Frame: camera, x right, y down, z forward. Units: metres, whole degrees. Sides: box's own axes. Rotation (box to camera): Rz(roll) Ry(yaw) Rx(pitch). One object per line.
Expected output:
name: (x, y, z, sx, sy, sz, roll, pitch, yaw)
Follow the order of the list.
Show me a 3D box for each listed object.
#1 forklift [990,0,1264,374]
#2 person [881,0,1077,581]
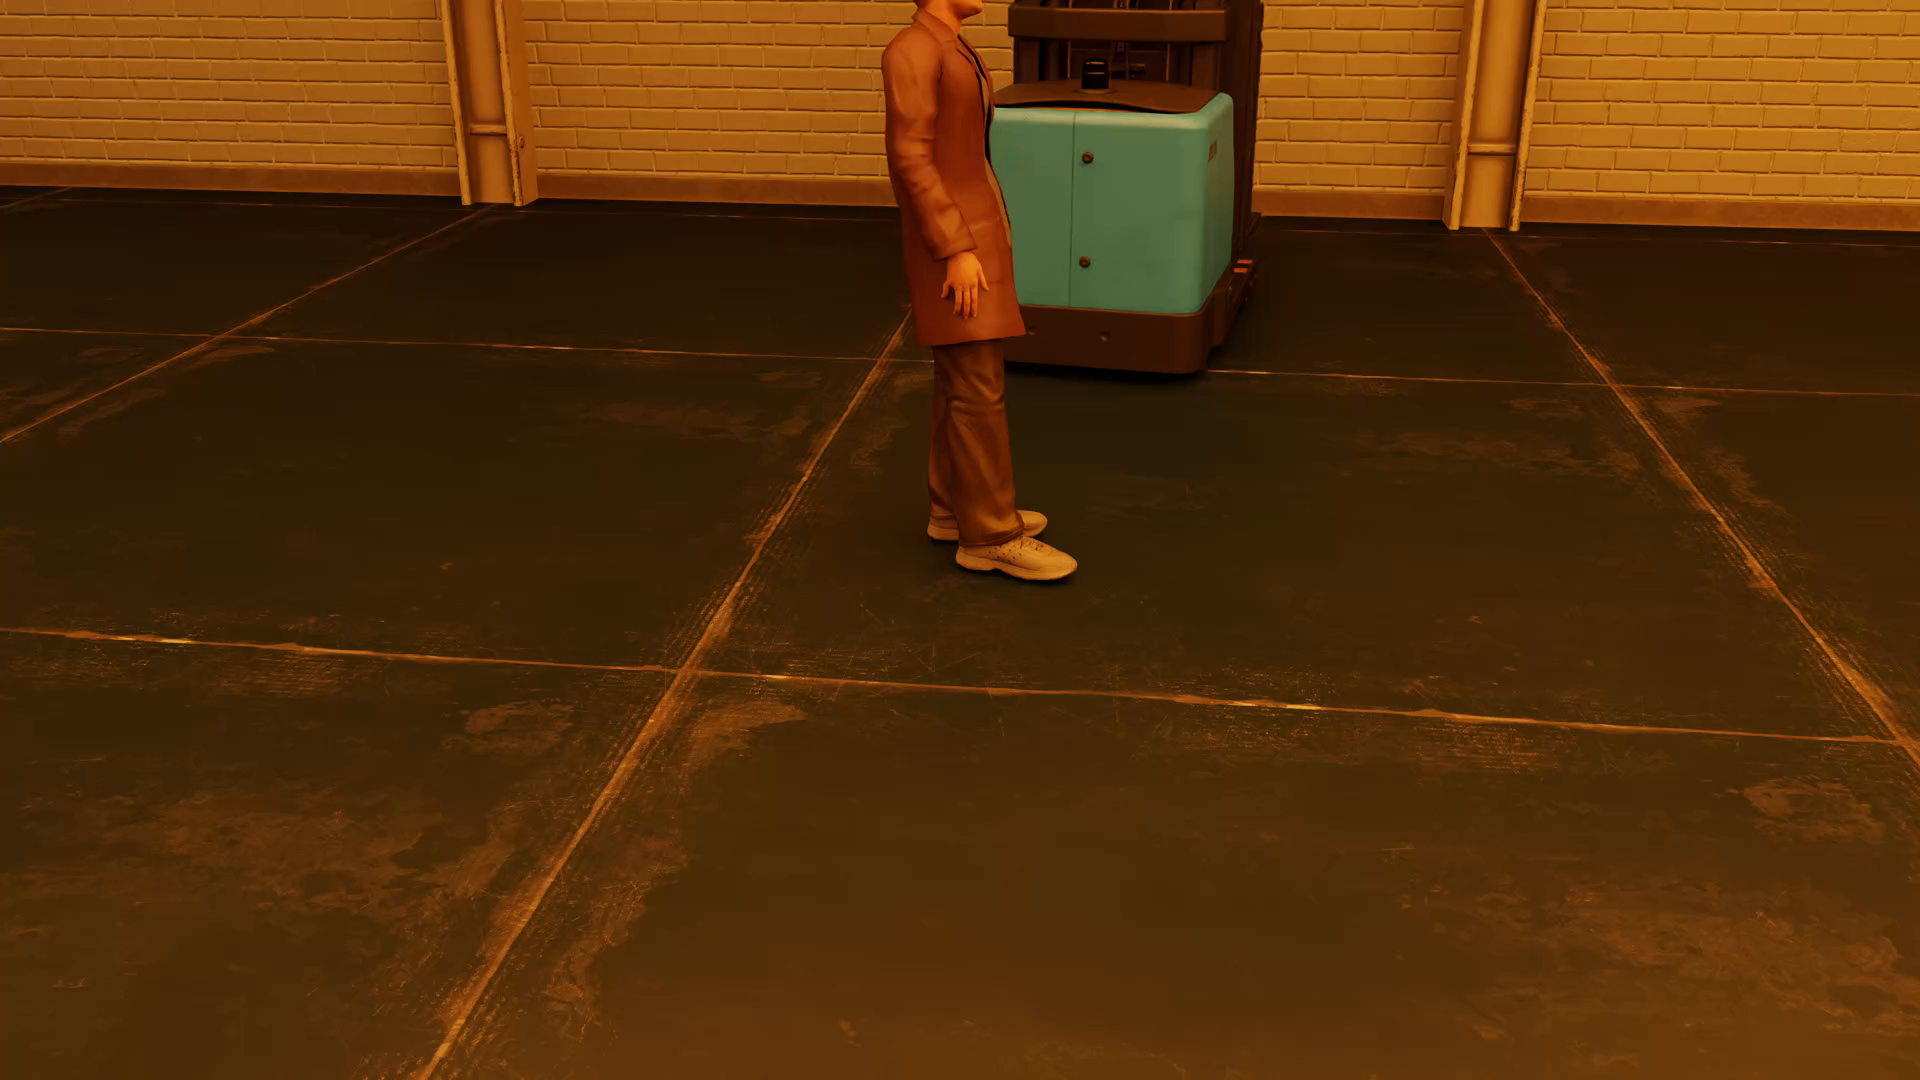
forklift: (0.846, -2.541, 7.564, 1.130, 2.935, 3.031, 6, 23, 15)
person: (0.089, -0.825, 4.827, 0.582, 1.776, 0.694, 3, 22, 7)
